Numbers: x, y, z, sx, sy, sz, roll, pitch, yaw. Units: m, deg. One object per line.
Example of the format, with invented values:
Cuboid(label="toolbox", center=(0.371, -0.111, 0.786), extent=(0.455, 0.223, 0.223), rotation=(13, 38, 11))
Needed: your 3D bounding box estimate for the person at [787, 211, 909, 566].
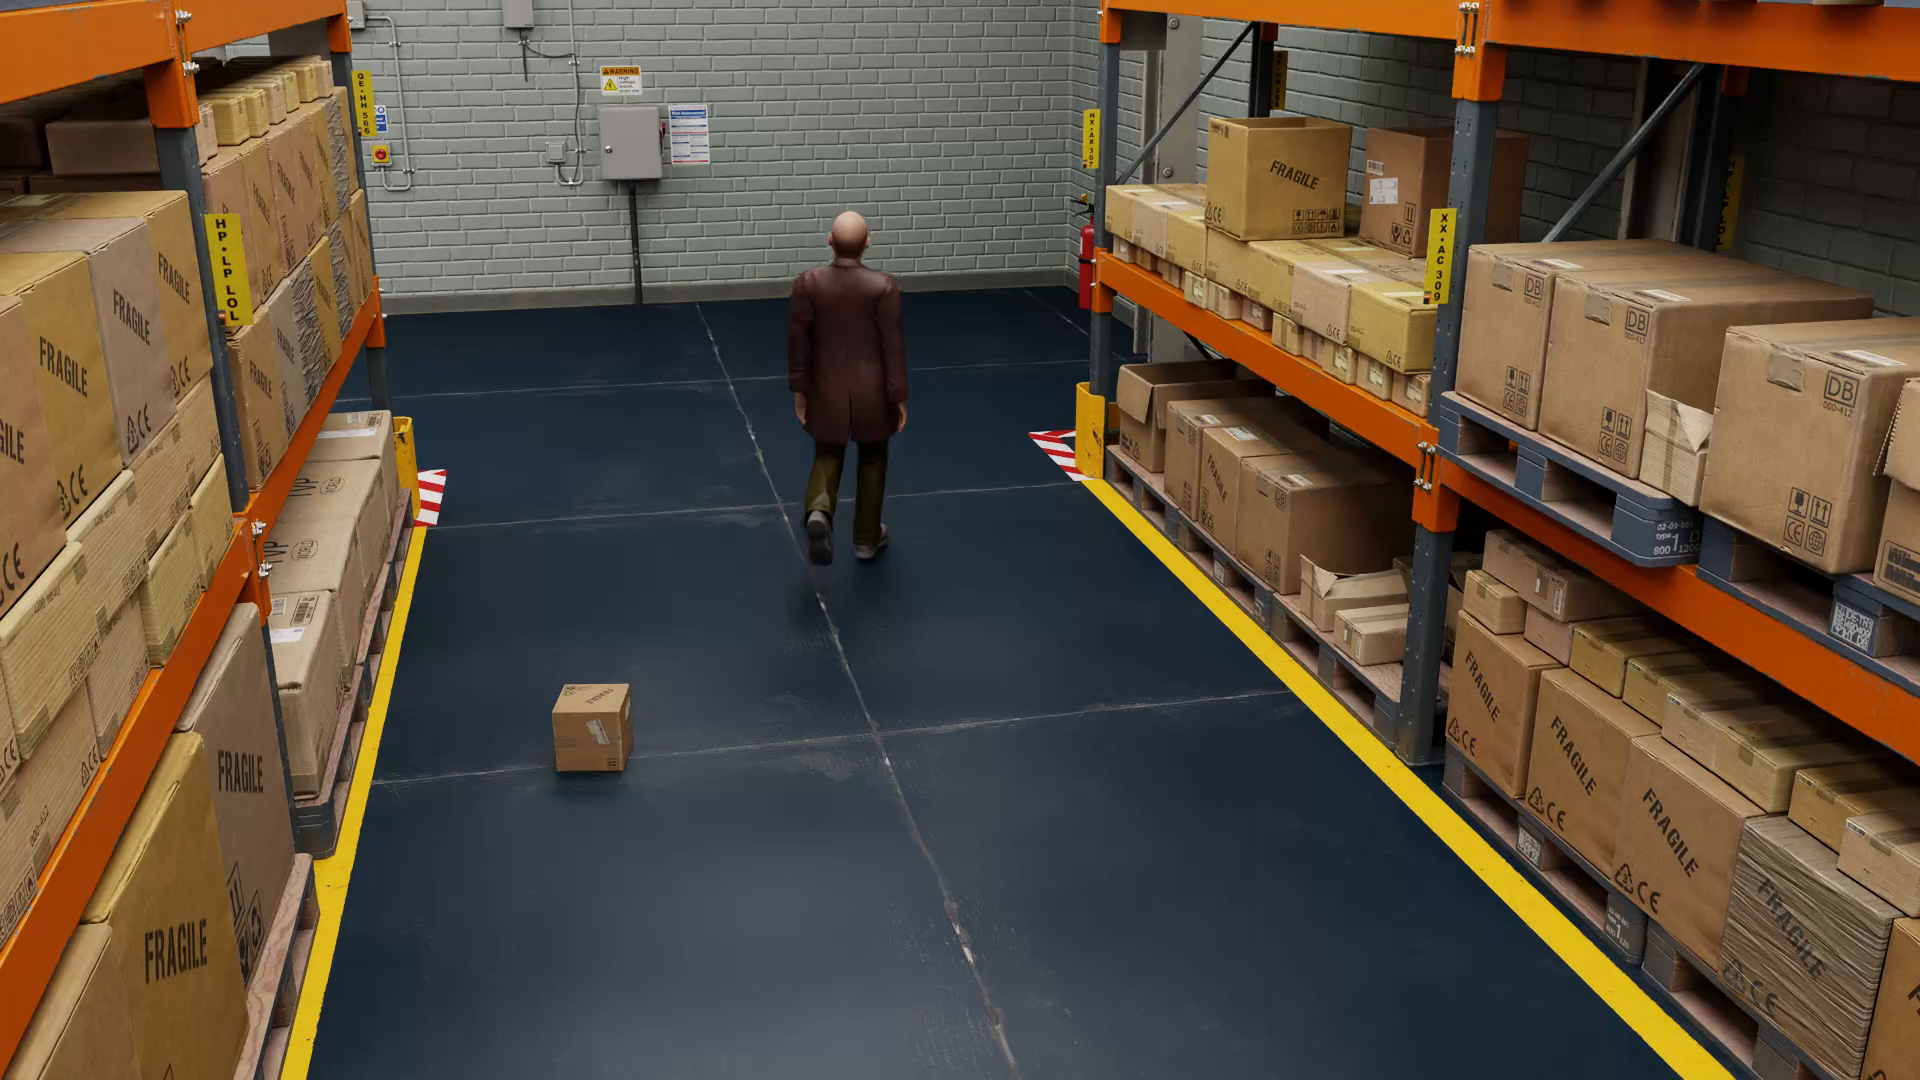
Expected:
Cuboid(label="person", center=(-0.543, -0.720, 8.098), extent=(0.602, 1.751, 0.784), rotation=(2, 19, 6))
